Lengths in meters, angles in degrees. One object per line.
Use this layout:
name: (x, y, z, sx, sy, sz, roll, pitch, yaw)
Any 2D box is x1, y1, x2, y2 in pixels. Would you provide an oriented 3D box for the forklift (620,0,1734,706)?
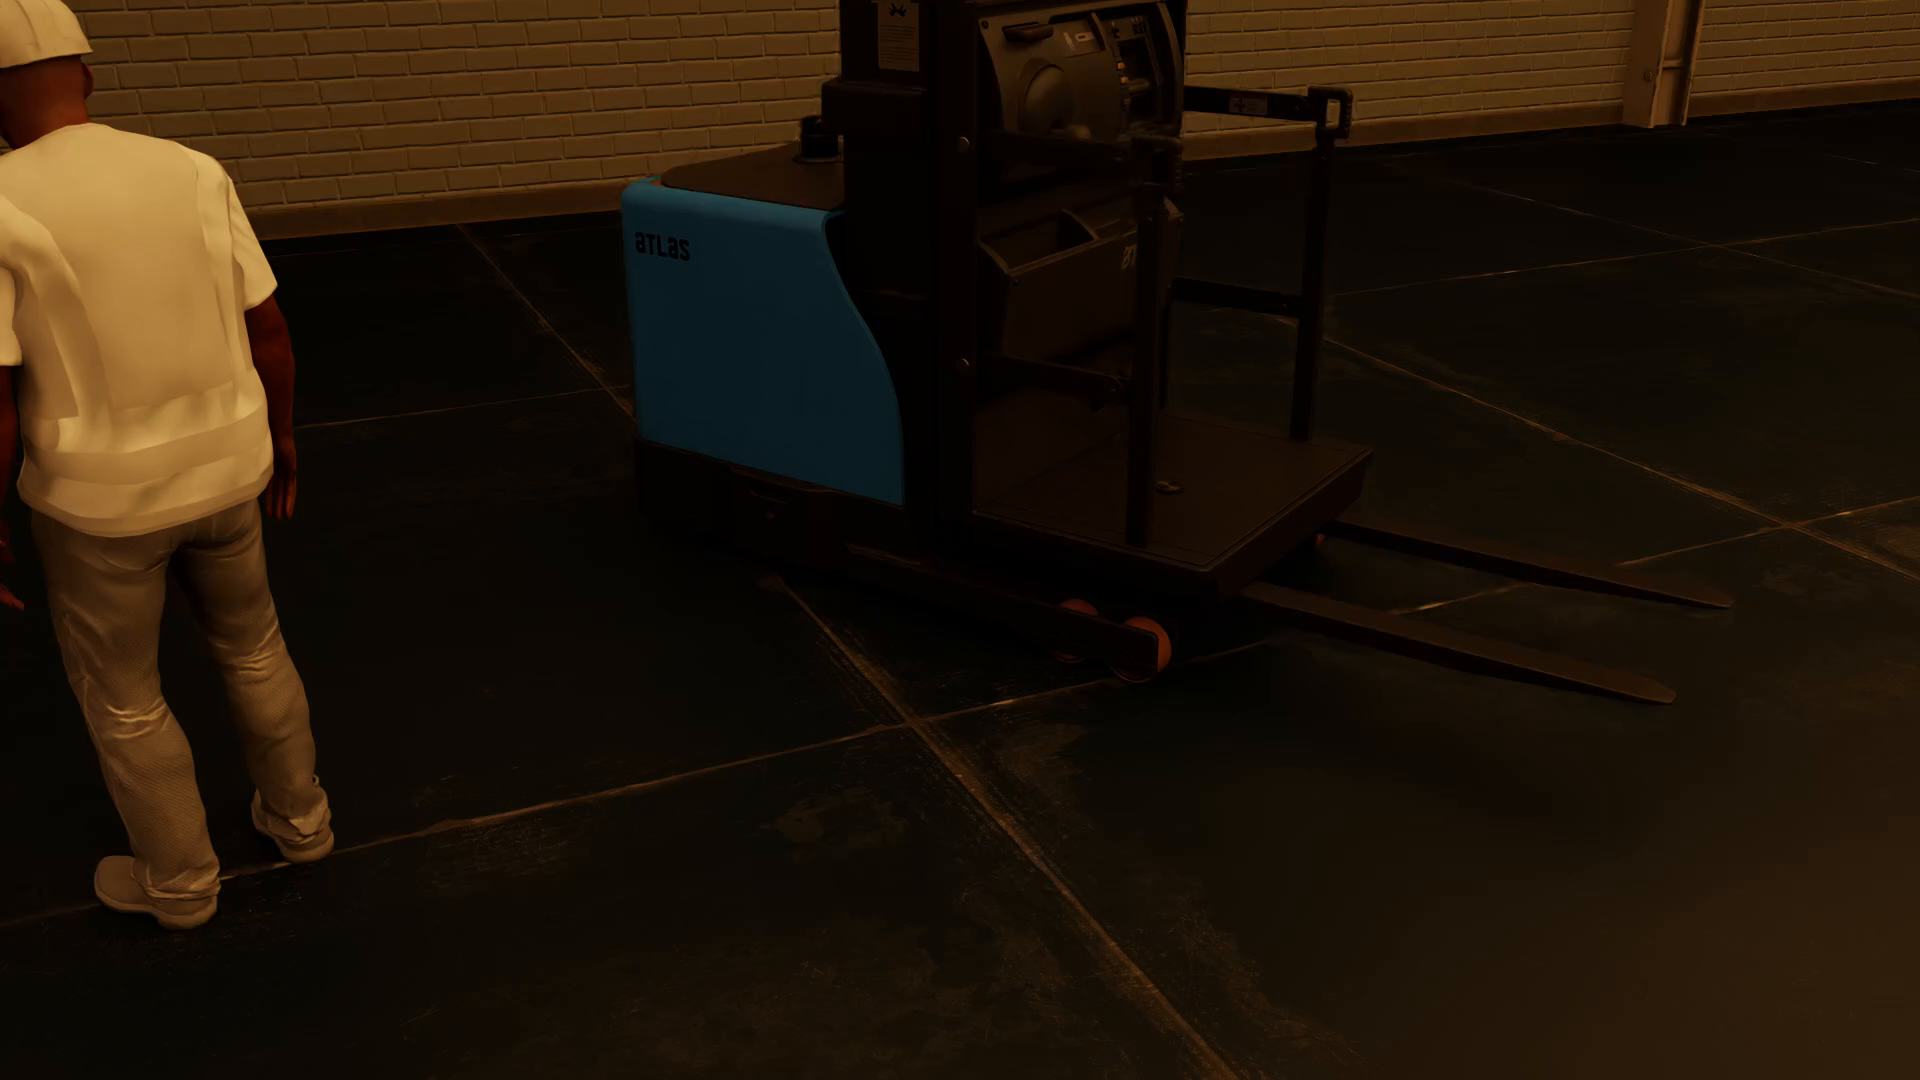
forklift: (0.504, -1.221, 4.226, 3.031, 2.935, 1.130, 15, 27, 31)

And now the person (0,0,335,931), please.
person: (-1.526, -0.114, 3.093, 0.460, 1.759, 0.636, 16, 28, 34)
